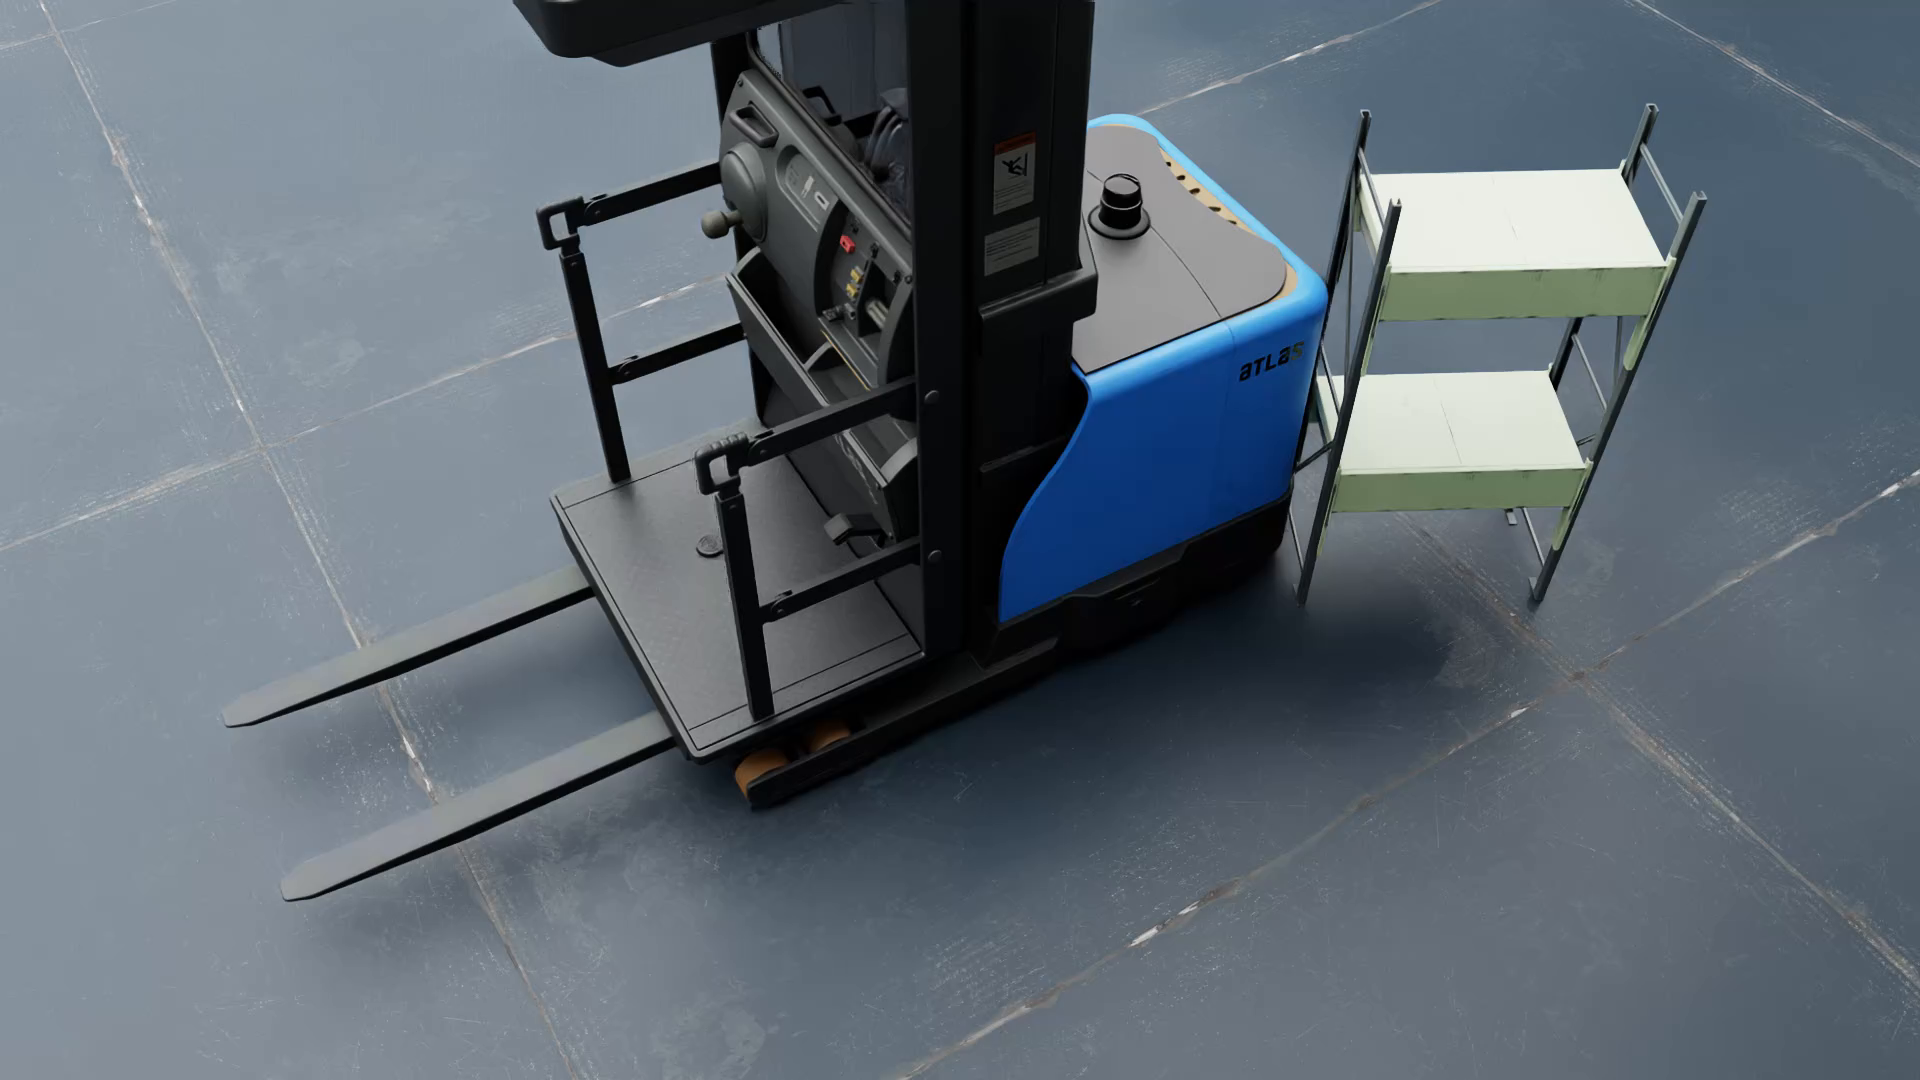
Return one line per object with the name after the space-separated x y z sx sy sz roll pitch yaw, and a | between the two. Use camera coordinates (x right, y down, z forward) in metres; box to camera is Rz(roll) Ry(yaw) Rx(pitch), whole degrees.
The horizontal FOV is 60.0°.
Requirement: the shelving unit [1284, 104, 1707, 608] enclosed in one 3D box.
1.398 -0.452 4.648 0.755 1.500 0.431 -2 48 -1 | shelving unit

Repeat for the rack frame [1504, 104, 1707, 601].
1.764 -0.462 4.657 0.023 1.500 0.400 -2 48 -1 | rack frame

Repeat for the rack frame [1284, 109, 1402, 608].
1.032 -0.442 4.640 0.023 1.500 0.400 -2 48 -1 | rack frame

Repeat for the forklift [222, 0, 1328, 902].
-0.534 -0.700 3.911 3.031 2.935 1.130 -23 52 -19 | forklift

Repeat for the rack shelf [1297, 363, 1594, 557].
1.398 -0.235 4.892 0.720 0.370 0.431 -2 48 -1 | rack shelf

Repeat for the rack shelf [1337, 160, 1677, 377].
1.398 -0.712 4.357 0.720 0.370 0.431 -2 48 -1 | rack shelf
